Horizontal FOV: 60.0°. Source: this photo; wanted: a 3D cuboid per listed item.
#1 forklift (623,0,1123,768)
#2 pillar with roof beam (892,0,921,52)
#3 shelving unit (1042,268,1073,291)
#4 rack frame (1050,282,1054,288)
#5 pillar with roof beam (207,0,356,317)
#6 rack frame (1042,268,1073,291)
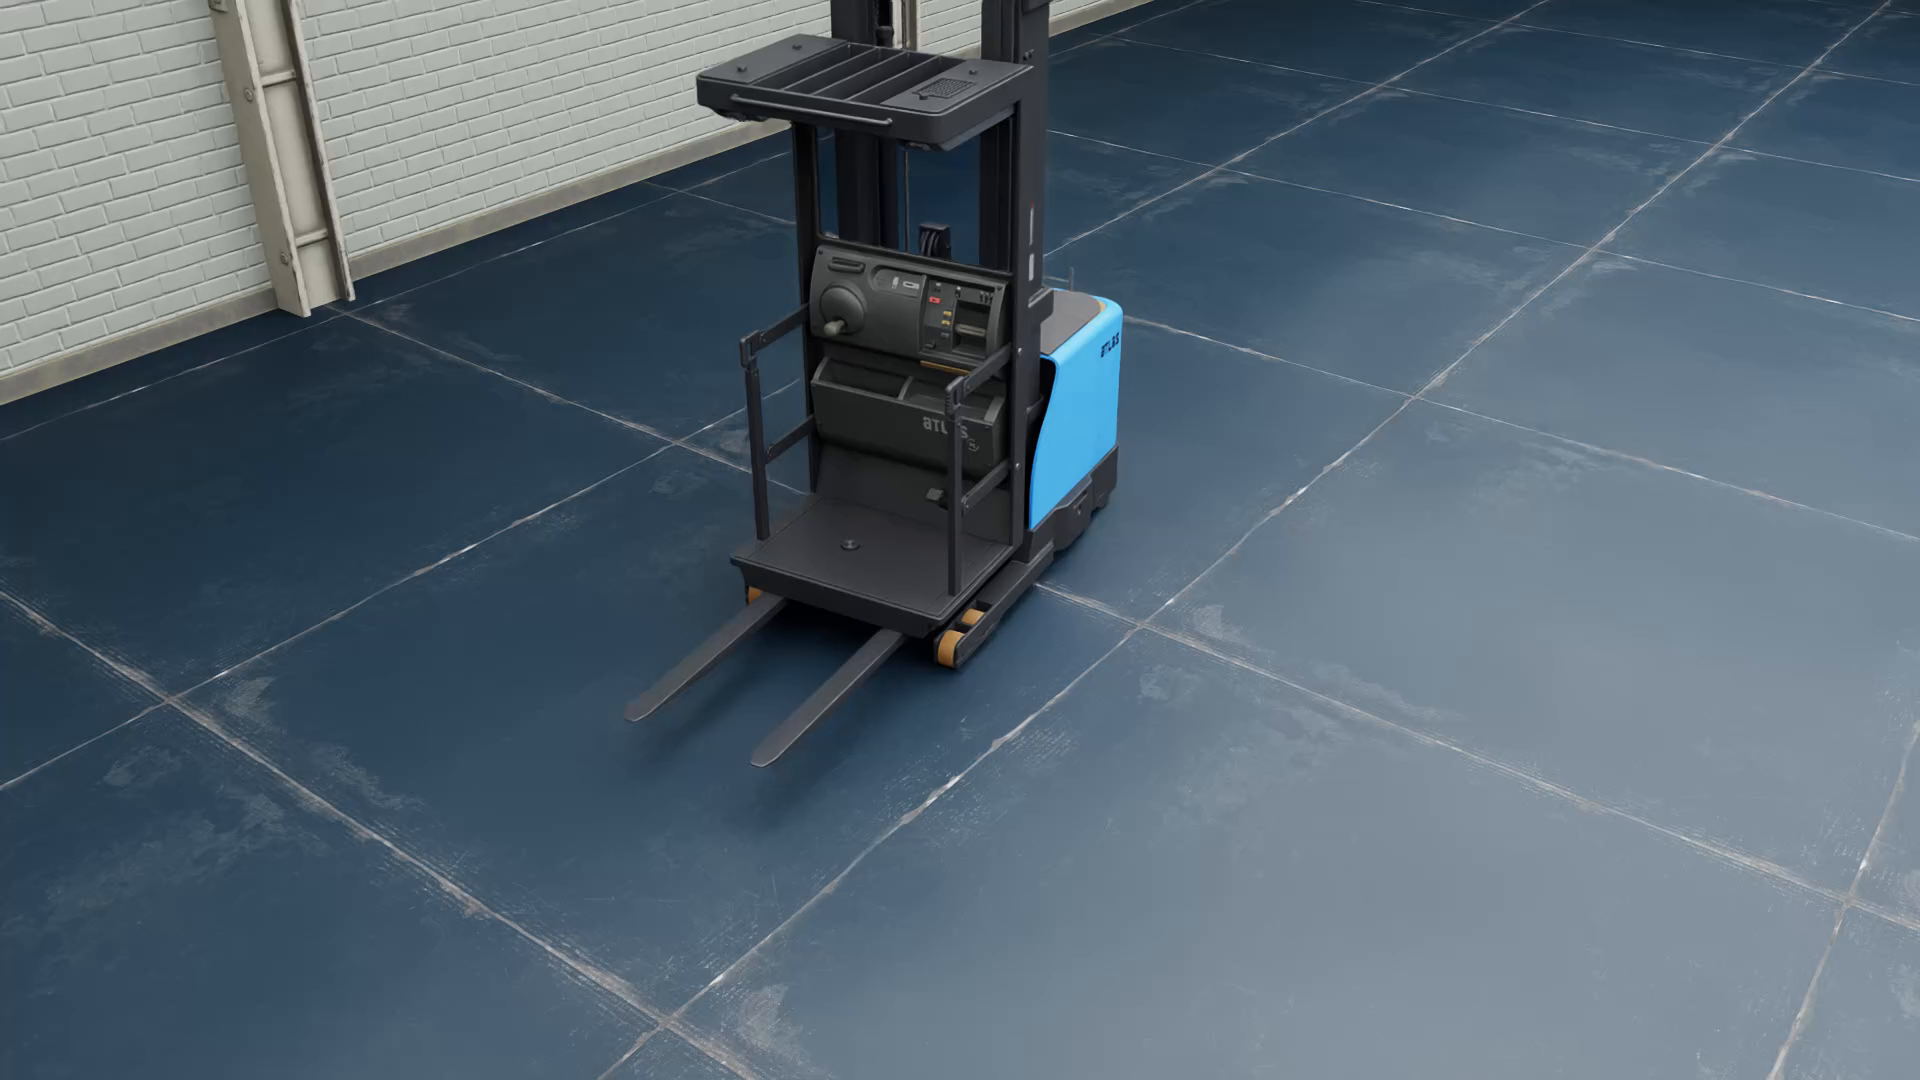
[{"bbox_3d":[-0.333,-0.960,6.996,1.130,2.935,3.031,15,34,24],"label":"forklift"},{"bbox_3d":[2.847,-6.538,10.455,9.100,9.000,0.400,21,37,31],"label":"pillar with roof beam"},{"bbox_3d":[0.429,-0.909,8.747,0.215,1.050,0.252,15,32,23],"label":"shelving unit"},{"bbox_3d":[0.373,-0.857,8.652,0.200,1.050,0.008,15,32,23],"label":"rack frame"},{"bbox_3d":[-0.775,-4.099,6.340,9.100,9.000,0.400,21,37,31],"label":"pillar with roof beam"},{"bbox_3d":[0.485,-0.961,8.842,0.200,1.050,0.008,15,32,23],"label":"rack frame"}]
